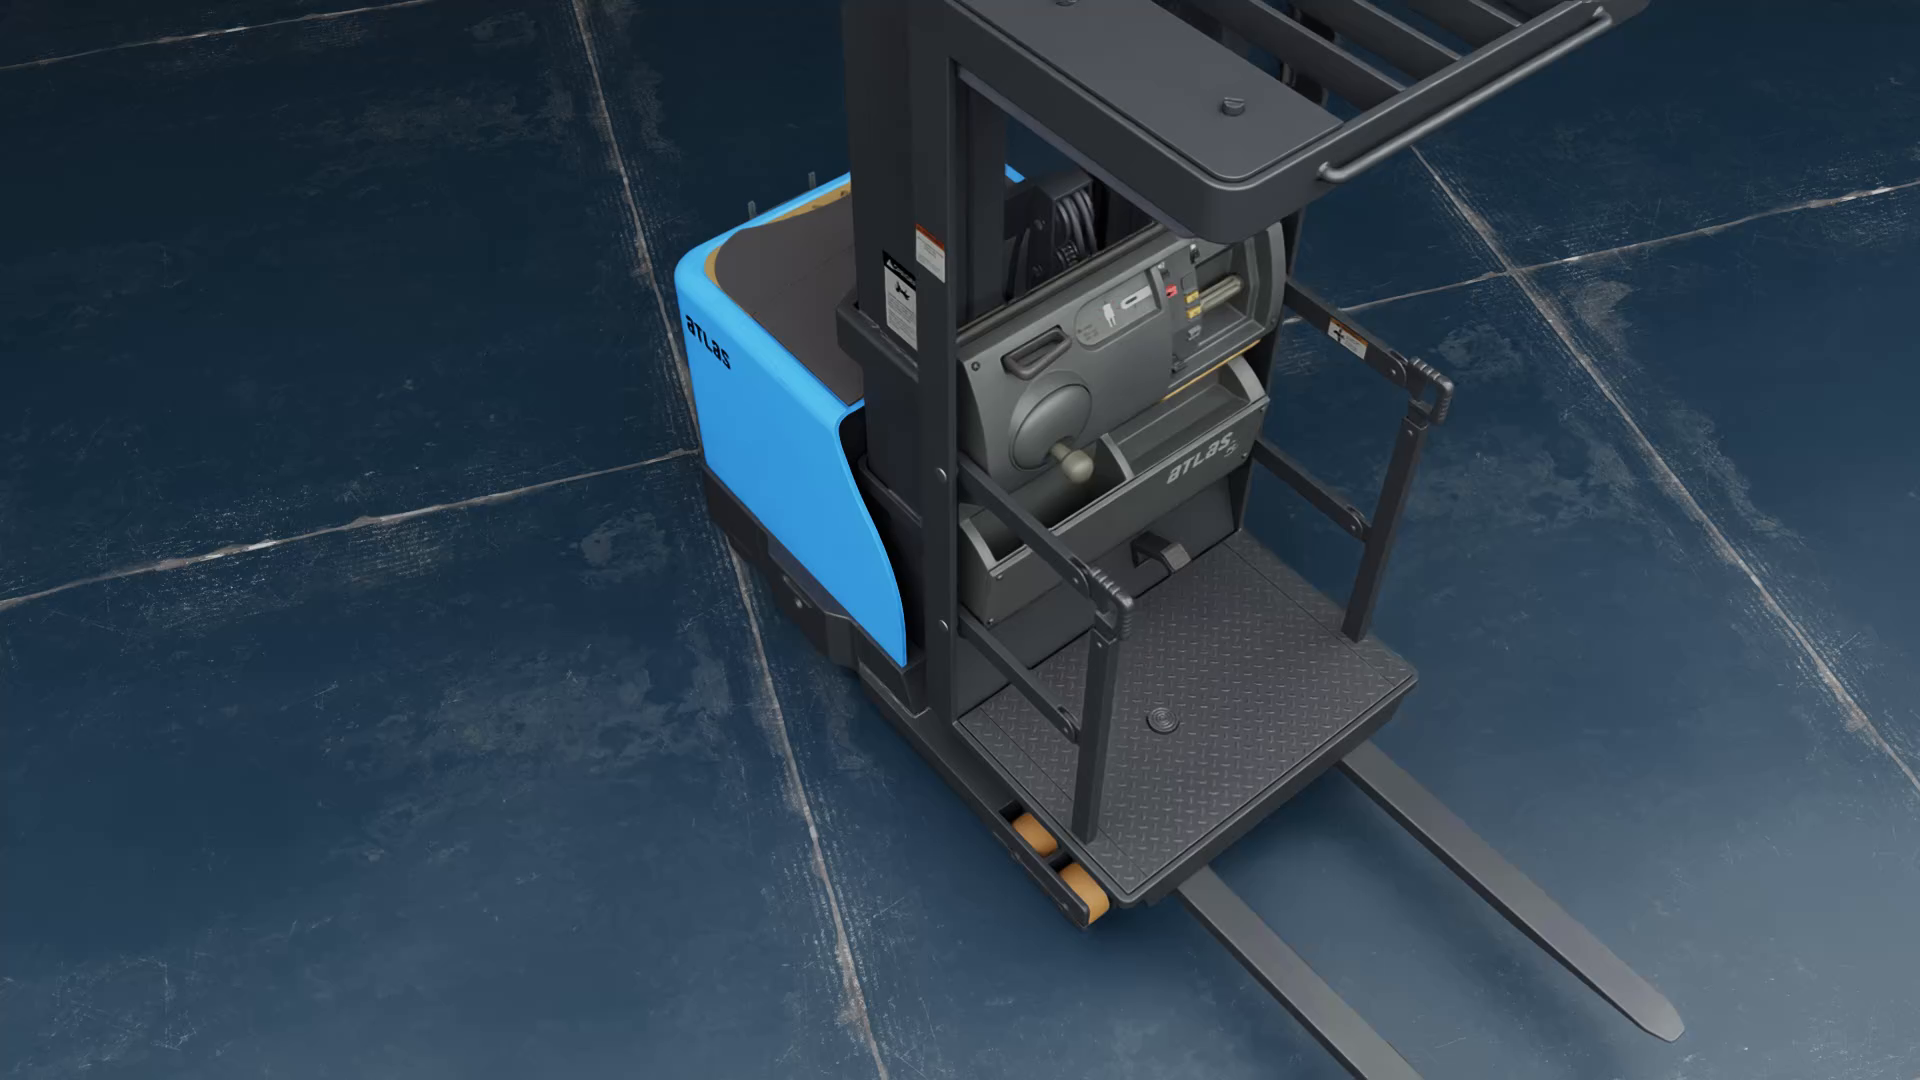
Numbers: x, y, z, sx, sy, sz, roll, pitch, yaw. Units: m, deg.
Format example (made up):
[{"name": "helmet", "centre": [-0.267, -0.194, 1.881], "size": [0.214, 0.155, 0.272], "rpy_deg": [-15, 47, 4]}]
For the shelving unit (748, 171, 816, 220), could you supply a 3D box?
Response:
[{"name": "shelving unit", "centre": [-0.468, -0.701, 5.253], "size": [0.258, 0.900, 0.210], "rpy_deg": [-32, 57, -24]}]

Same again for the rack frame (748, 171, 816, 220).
[{"name": "rack frame", "centre": [-0.532, -0.762, 5.304], "size": [0.240, 0.900, 0.006], "rpy_deg": [-32, 57, -24]}]

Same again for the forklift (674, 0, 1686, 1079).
[{"name": "forklift", "centre": [0.525, -0.371, 3.646], "size": [1.130, 2.935, 3.031], "rpy_deg": [-32, 57, -24]}]
